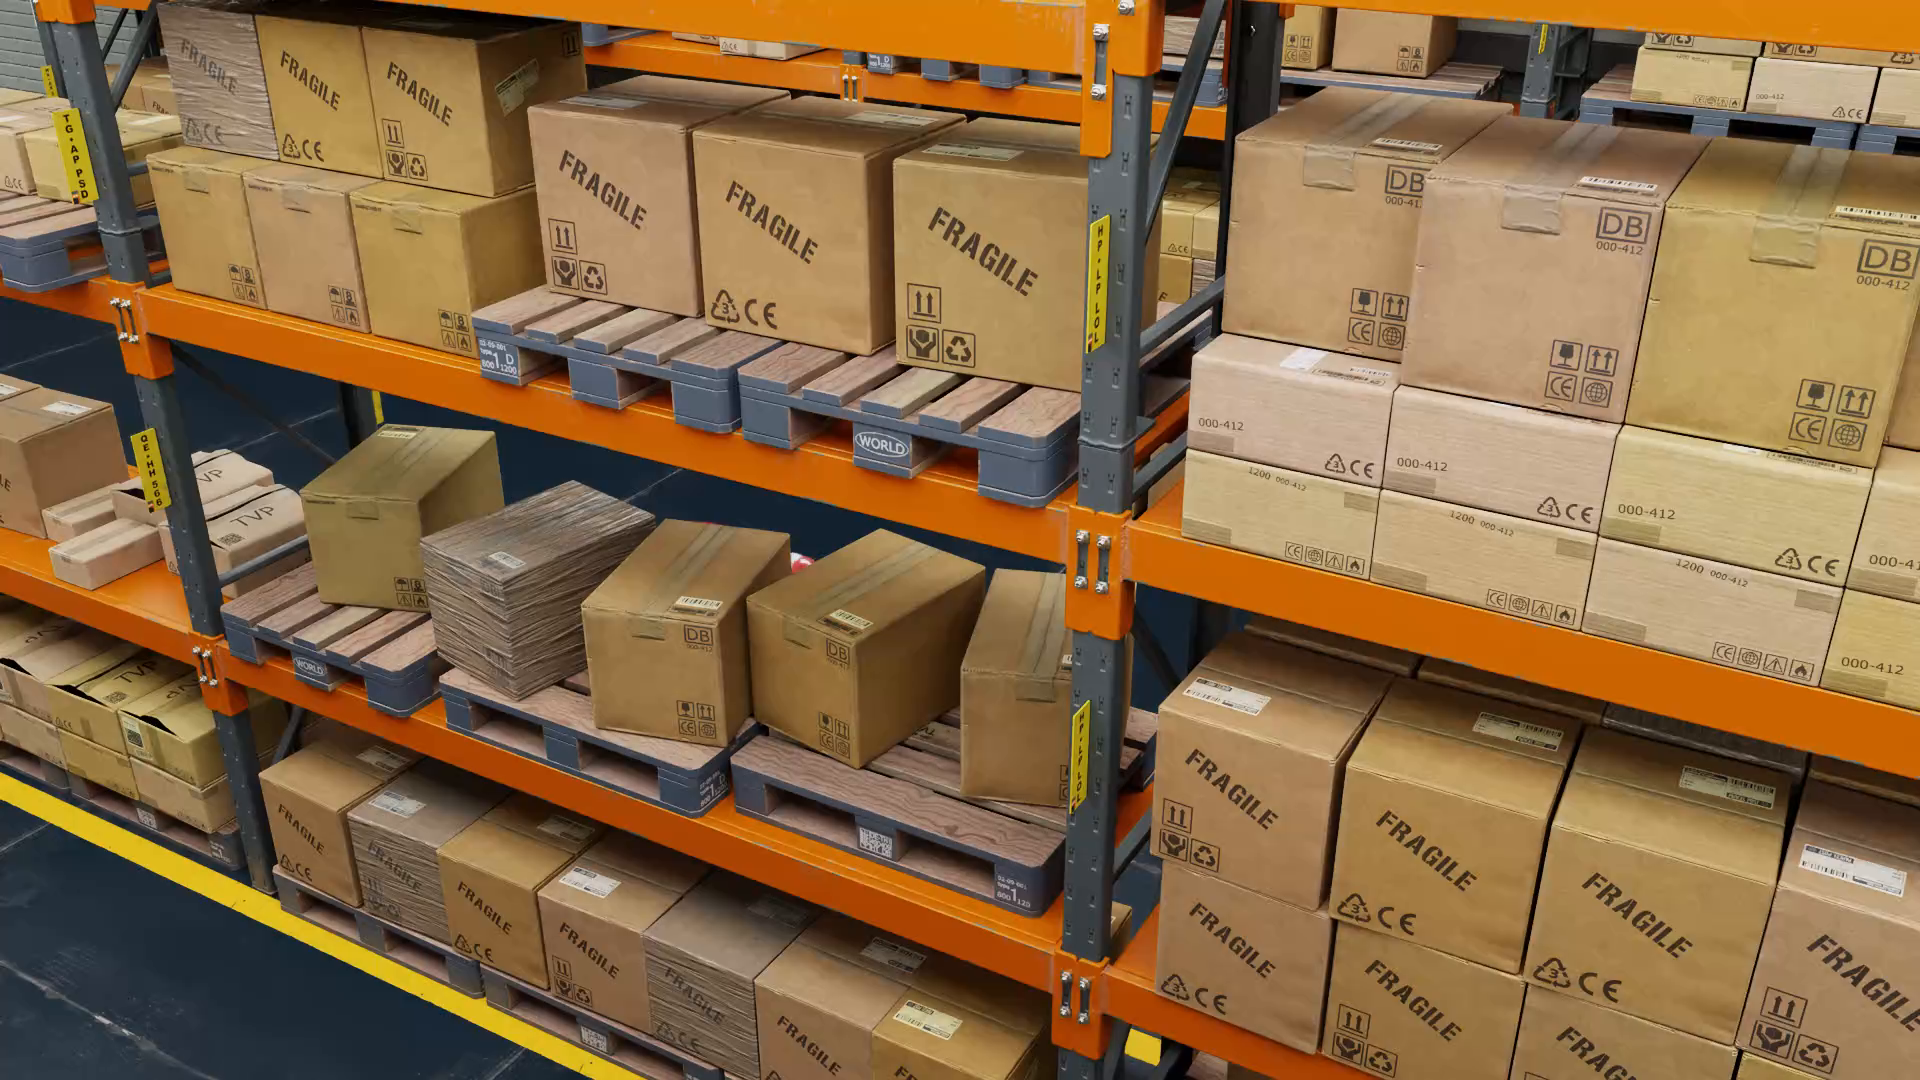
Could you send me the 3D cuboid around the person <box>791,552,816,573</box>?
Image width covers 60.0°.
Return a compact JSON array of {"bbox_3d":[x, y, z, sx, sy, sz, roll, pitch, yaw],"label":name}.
[{"bbox_3d":[-1.070,0.431,8.865,0.964,0.821,0.521,13,29,25],"label":"person"}]
